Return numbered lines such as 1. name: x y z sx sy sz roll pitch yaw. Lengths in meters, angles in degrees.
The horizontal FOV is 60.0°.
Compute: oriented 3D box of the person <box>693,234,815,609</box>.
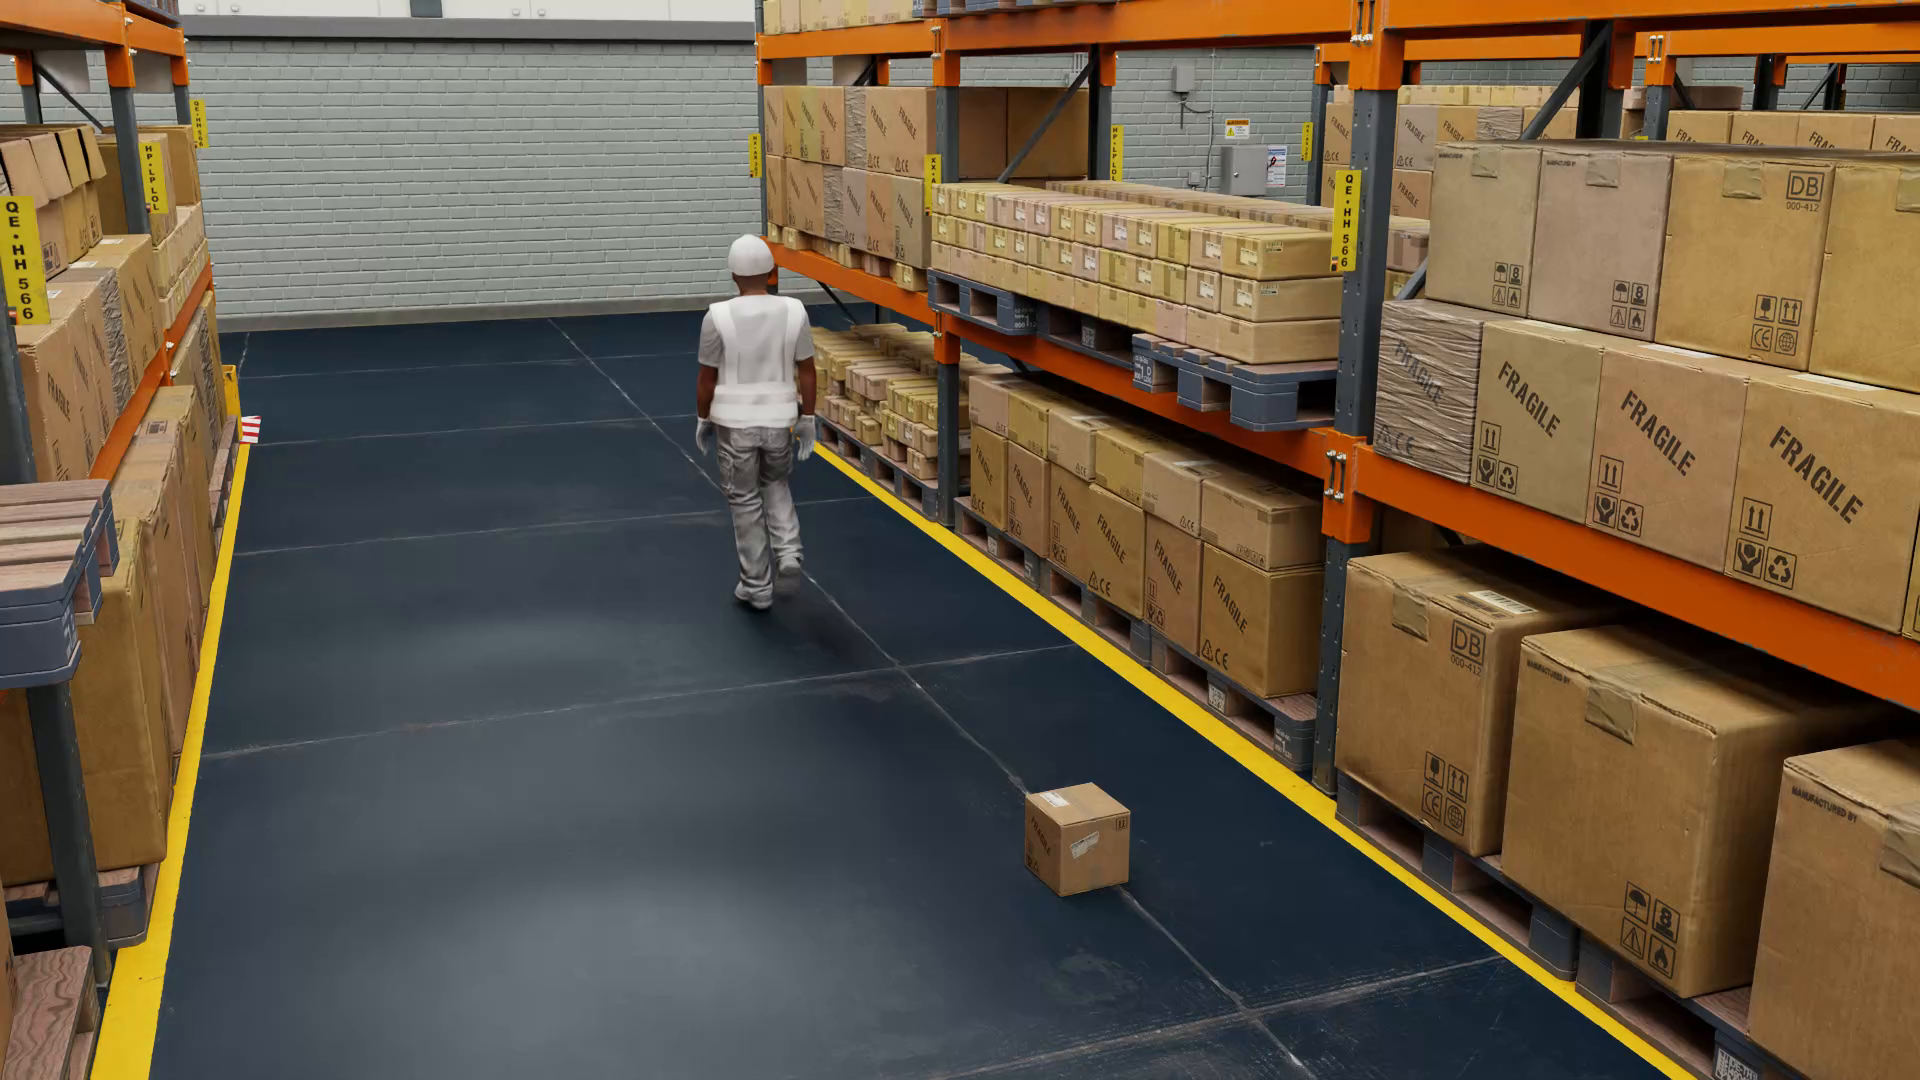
1. person: -1.006 -0.562 7.984 0.544 1.803 0.467 -8 17 -26
